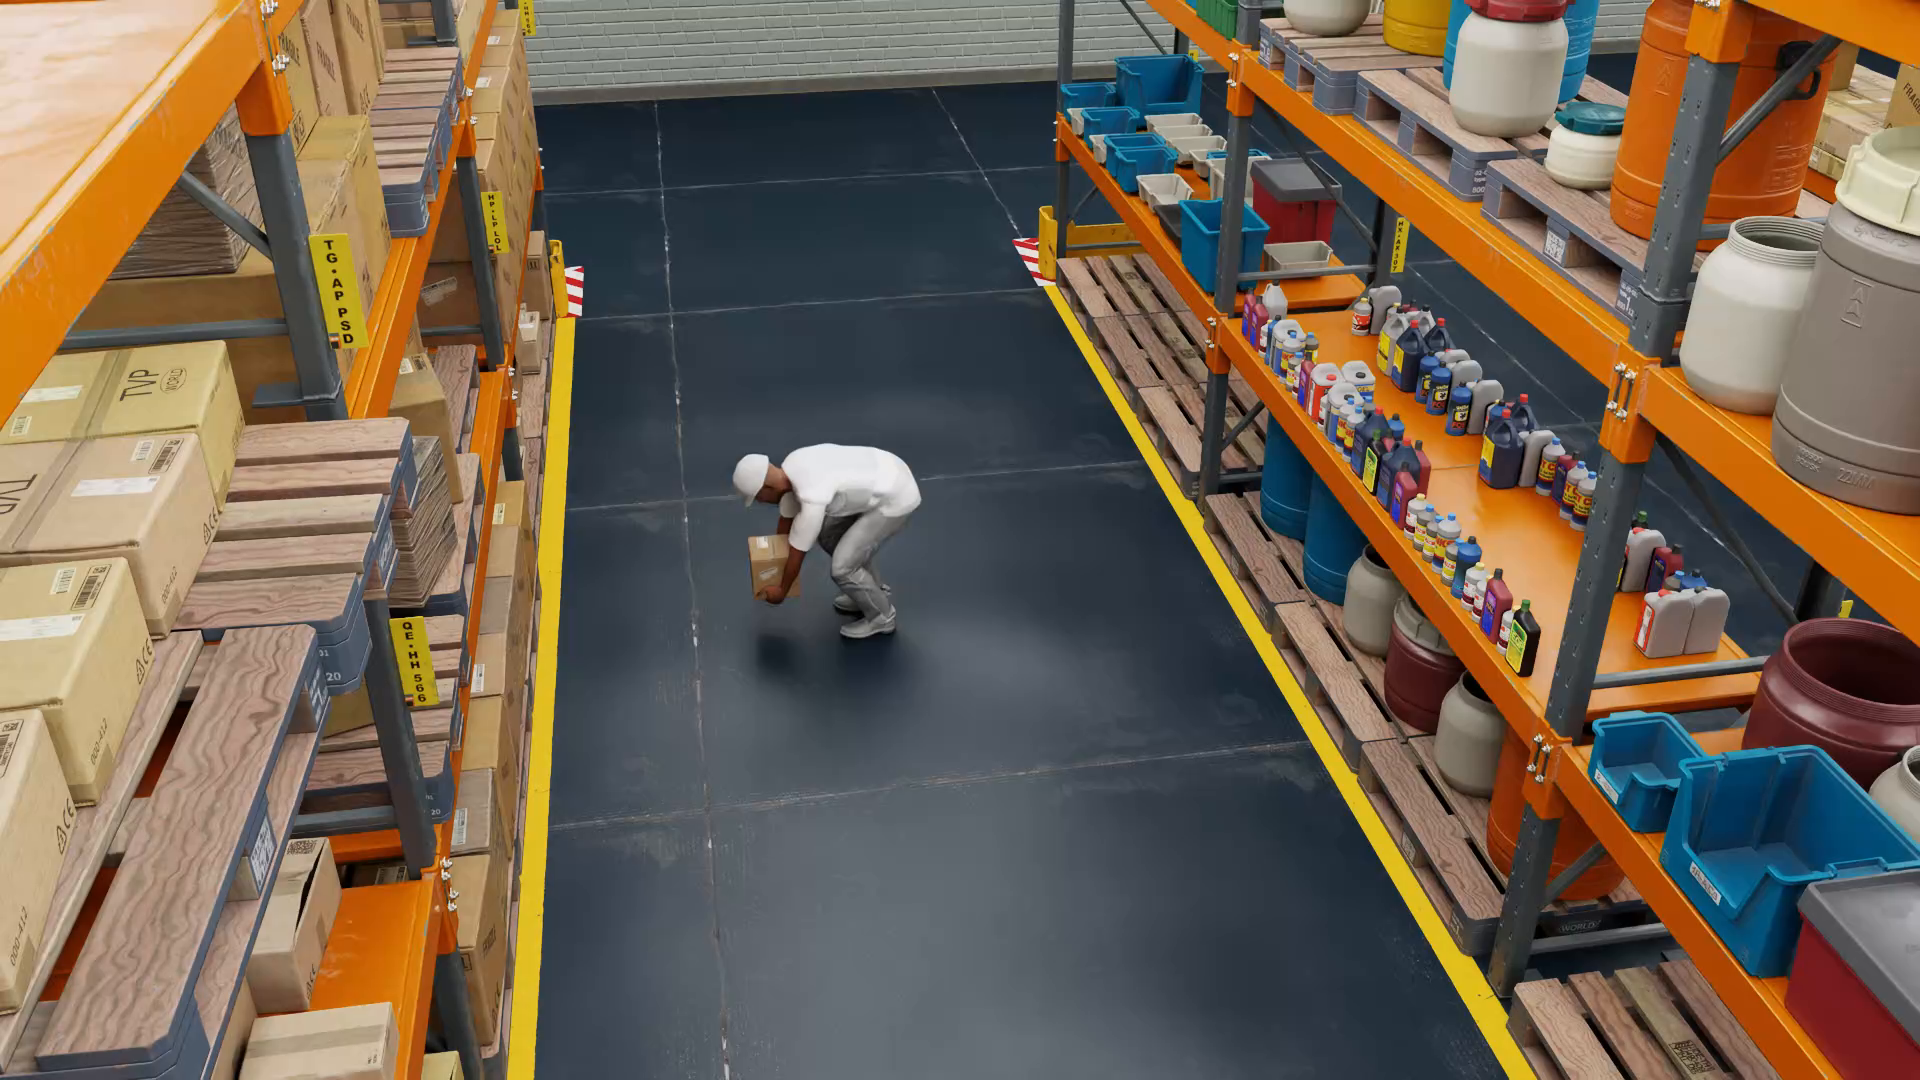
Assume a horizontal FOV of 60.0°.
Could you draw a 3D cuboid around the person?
[{"bbox_3d":[-0.691,-0.007,8.798,0.966,1.083,0.515,-7,31,-11],"label":"person"}]
